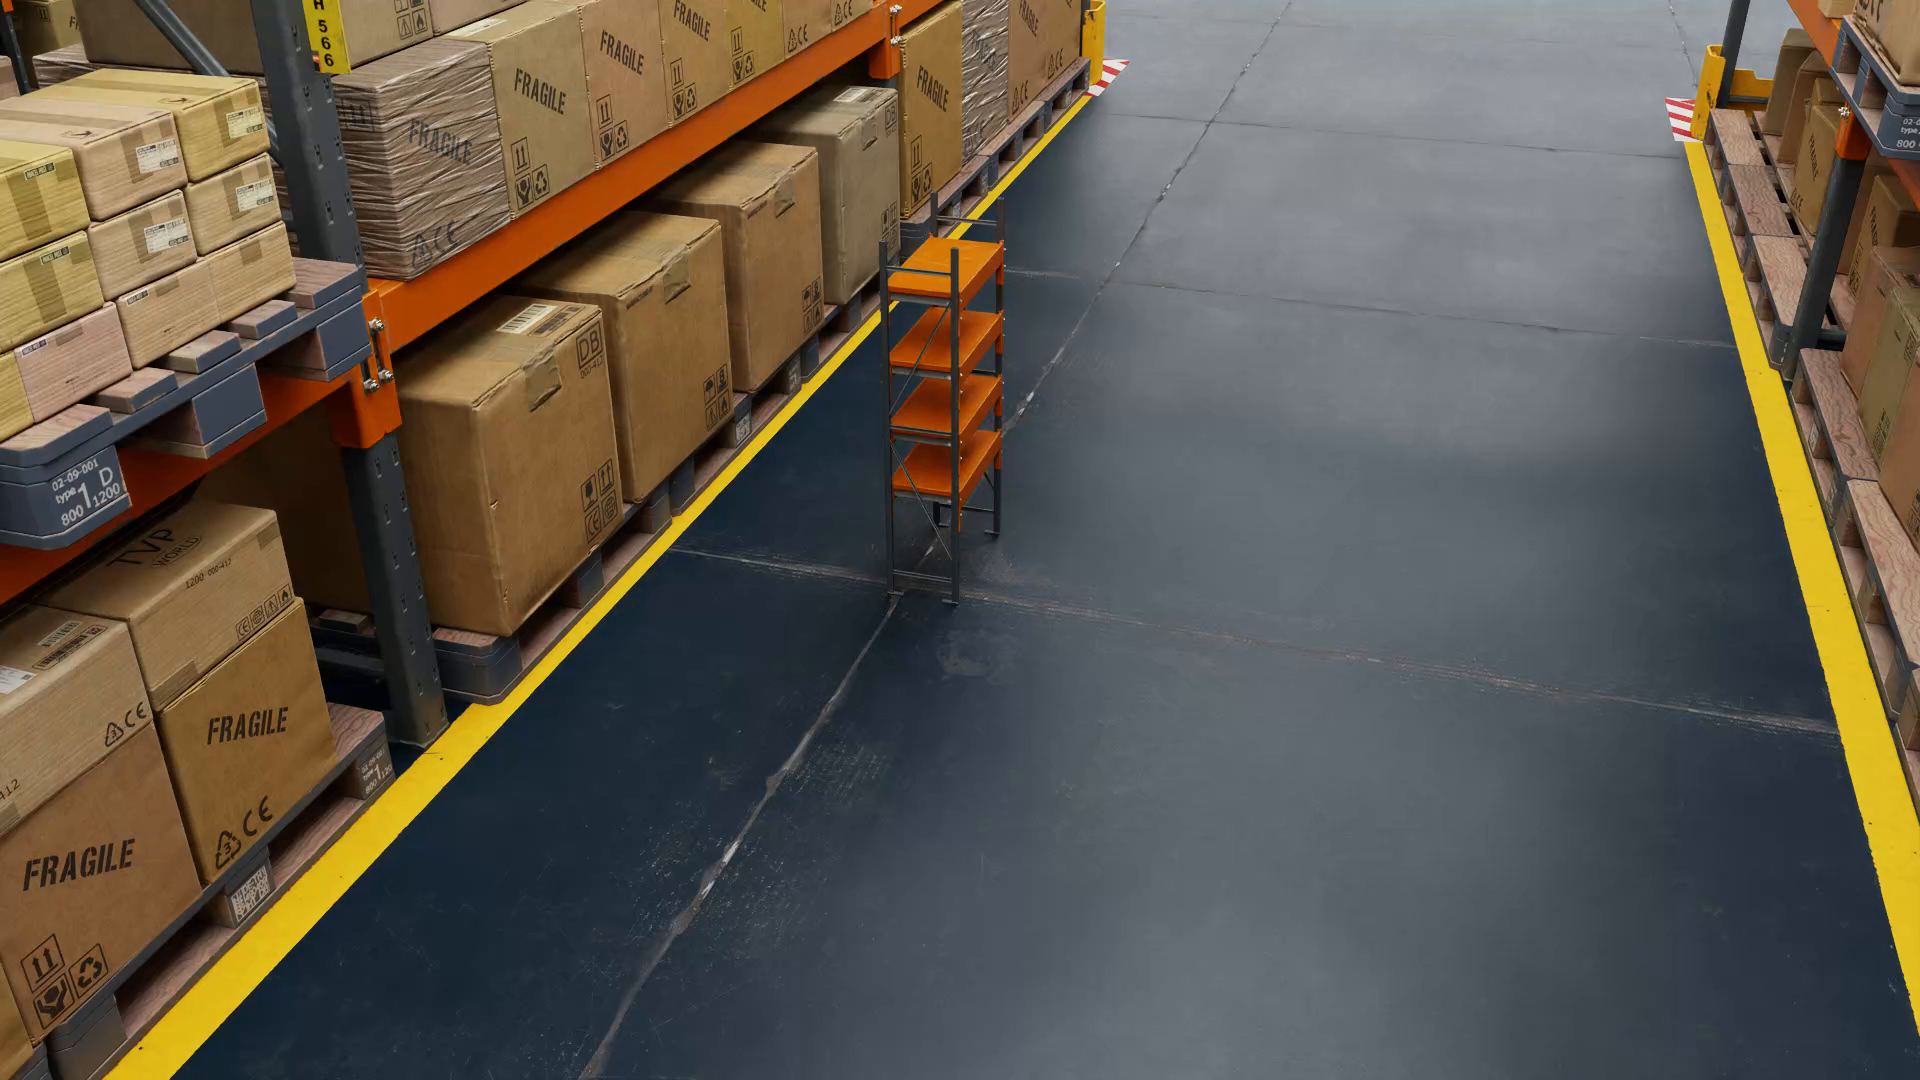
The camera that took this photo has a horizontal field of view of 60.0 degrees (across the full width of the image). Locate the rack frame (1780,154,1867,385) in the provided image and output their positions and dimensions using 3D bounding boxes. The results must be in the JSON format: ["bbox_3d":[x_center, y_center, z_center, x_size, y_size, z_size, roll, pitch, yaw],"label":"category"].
[{"bbox_3d":[3.924,-1.920,6.115,1.000,3.000,0.127,8,30,15],"label":"rack frame"}]

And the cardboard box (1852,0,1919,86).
[{"bbox_3d":[3.557,-2.016,5.239,1.000,1.000,1.000,9,30,15],"label":"cardboard box"}]

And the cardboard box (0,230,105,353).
[{"bbox_3d":[-1.824,-0.478,3.043,0.380,0.149,0.250,9,30,16],"label":"cardboard box"}]

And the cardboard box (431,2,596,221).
[{"bbox_3d":[-1.426,-1.266,4.837,0.500,0.500,0.500,8,30,14],"label":"cardboard box"}]

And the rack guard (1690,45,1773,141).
[{"bbox_3d":[5.075,-2.651,10.001,1.175,0.500,0.348,8,30,15],"label":"rack guard"}]

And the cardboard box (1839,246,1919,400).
[{"bbox_3d":[3.723,-0.737,6.108,0.700,0.500,0.500,6,30,11],"label":"cardboard box"}]

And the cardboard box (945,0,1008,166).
[{"bbox_3d":[-0.276,-2.631,9.148,0.875,0.875,0.875,9,30,15],"label":"cardboard box"}]

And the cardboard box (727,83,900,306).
[{"bbox_3d":[-0.884,-1.573,7.375,1.050,0.750,0.750,8,30,15],"label":"cardboard box"}]

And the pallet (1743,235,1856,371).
[{"bbox_3d":[4.087,-1.018,7.363,1.003,0.211,1.213,8,30,15],"label":"pallet"}]

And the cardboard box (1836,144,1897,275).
[{"bbox_3d":[4.240,-1.458,7.425,0.500,0.500,0.500,19,34,30],"label":"cardboard box"}]

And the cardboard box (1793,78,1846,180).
[{"bbox_3d":[4.554,-2.011,8.419,0.500,0.500,0.500,11,31,20],"label":"cardboard box"}]

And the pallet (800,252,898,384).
[{"bbox_3d":[-0.943,-1.086,7.486,1.003,0.211,1.213,8,30,15],"label":"pallet"}]

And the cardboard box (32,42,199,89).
[{"bbox_3d":[-2.087,-1.107,4.551,0.500,0.500,0.500,8,30,15],"label":"cardboard box"}]

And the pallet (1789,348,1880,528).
[{"bbox_3d":[3.696,-0.339,6.142,1.003,0.211,1.213,8,30,15],"label":"pallet"}]

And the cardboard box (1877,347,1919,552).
[{"bbox_3d":[3.401,-0.258,5.247,0.700,0.500,0.500,6,30,11],"label":"cardboard box"}]

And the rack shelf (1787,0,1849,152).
[{"bbox_3d":[4.511,-2.535,7.961,1.077,0.370,4.000,8,30,15],"label":"rack shelf"}]

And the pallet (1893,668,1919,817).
[{"bbox_3d":[2.980,0.795,4.104,1.003,0.211,1.213,8,30,15],"label":"pallet"}]

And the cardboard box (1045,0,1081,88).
[{"bbox_3d":[0.250,-3.464,10.644,0.875,0.875,0.875,9,30,15],"label":"cardboard box"}]

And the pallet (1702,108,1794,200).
[{"bbox_3d":[4.803,-2.152,9.401,1.003,0.211,1.213,8,30,15],"label":"pallet"}]

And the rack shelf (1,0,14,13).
[{"bbox_3d":[-4.963,-3.949,10.503,1.077,0.370,4.000,8,30,15],"label":"rack shelf"}]

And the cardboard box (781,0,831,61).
[{"bbox_3d":[-0.834,-2.203,6.521,0.500,0.500,0.500,8,30,14],"label":"cardboard box"}]

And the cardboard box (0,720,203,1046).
[{"bbox_3d":[-2.062,0.677,3.586,0.500,0.500,0.500,10,31,17],"label":"cardboard box"}]

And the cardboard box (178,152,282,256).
[{"bbox_3d":[-1.672,-0.725,3.487,0.380,0.149,0.250,9,30,16],"label":"cardboard box"}]

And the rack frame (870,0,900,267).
[{"bbox_3d":[-0.788,-2.674,7.472,1.000,3.000,0.127,8,30,15],"label":"rack frame"}]

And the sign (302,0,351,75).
[{"bbox_3d":[-1.441,-1.214,3.737,0.100,0.325,0.005,8,30,15],"label":"sign"}]

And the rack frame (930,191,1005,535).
[{"bbox_3d":[0.023,-0.561,5.524,0.240,1.200,0.015,8,30,15],"label":"rack frame"}]

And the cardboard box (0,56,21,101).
[{"bbox_3d":[-2.285,-0.960,3.605,0.380,0.149,0.250,9,30,15],"label":"cardboard box"}]

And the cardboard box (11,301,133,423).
[{"bbox_3d":[-1.817,-0.360,3.137,0.380,0.149,0.250,9,30,16],"label":"cardboard box"}]

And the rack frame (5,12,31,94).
[{"bbox_3d":[-5.550,-3.334,8.657,1.000,3.000,0.127,8,30,15],"label":"rack frame"}]

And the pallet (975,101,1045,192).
[{"bbox_3d":[-0.134,-2.367,9.787,1.003,0.211,1.213,8,30,15],"label":"pallet"}]

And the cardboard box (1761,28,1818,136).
[{"bbox_3d":[4.898,-2.582,9.445,0.500,0.500,0.500,14,32,24],"label":"cardboard box"}]

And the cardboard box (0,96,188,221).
[{"bbox_3d":[-1.744,-0.740,3.208,0.380,0.149,0.250,8,30,14],"label":"cardboard box"}]

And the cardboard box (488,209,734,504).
[{"bbox_3d":[-1.444,-0.693,5.792,1.050,0.750,0.750,9,30,16],"label":"cardboard box"}]

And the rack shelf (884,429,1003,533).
[{"bbox_3d":[-0.049,-0.215,5.449,0.258,0.148,0.480,8,30,15],"label":"rack shelf"}]

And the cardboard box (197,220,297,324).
[{"bbox_3d":[-1.668,-0.594,3.559,0.380,0.149,0.250,9,30,16],"label":"cardboard box"}]

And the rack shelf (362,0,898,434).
[{"bbox_3d":[-1.375,-1.430,5.976,1.077,0.370,4.000,8,30,15],"label":"rack shelf"}]

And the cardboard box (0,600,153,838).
[{"bbox_3d":[-2.050,0.357,3.390,0.500,0.250,0.500,9,30,16],"label":"cardboard box"}]

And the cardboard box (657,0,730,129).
[{"bbox_3d":[-1.129,-1.731,5.674,0.500,0.500,0.500,8,30,14],"label":"cardboard box"}]

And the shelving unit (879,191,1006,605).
[{"bbox_3d":[-0.049,-0.447,5.320,0.258,1.200,0.503,8,30,15],"label":"shelving unit"}]

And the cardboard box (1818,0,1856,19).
[{"bbox_3d":[3.886,-2.306,7.068,0.380,0.149,0.250,8,30,15],"label":"cardboard box"}]

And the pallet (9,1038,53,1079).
[{"bbox_3d":[-2.553,1.331,3.140,1.003,0.211,1.213,8,30,15],"label":"pallet"}]

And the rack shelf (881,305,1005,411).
[{"bbox_3d":[-0.049,-0.584,5.244,0.258,0.148,0.480,8,30,15],"label":"rack shelf"}]

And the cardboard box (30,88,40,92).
[{"bbox_3d":[-5.119,-2.551,9.647,0.500,0.250,0.500,7,30,13],"label":"cardboard box"}]

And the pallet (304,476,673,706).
[{"bbox_3d":[-1.659,0.048,5.447,1.003,0.211,1.213,8,30,15],"label":"pallet"}]

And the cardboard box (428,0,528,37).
[{"bbox_3d":[-1.674,-1.738,4.658,0.700,0.500,0.500,8,30,14],"label":"cardboard box"}]
